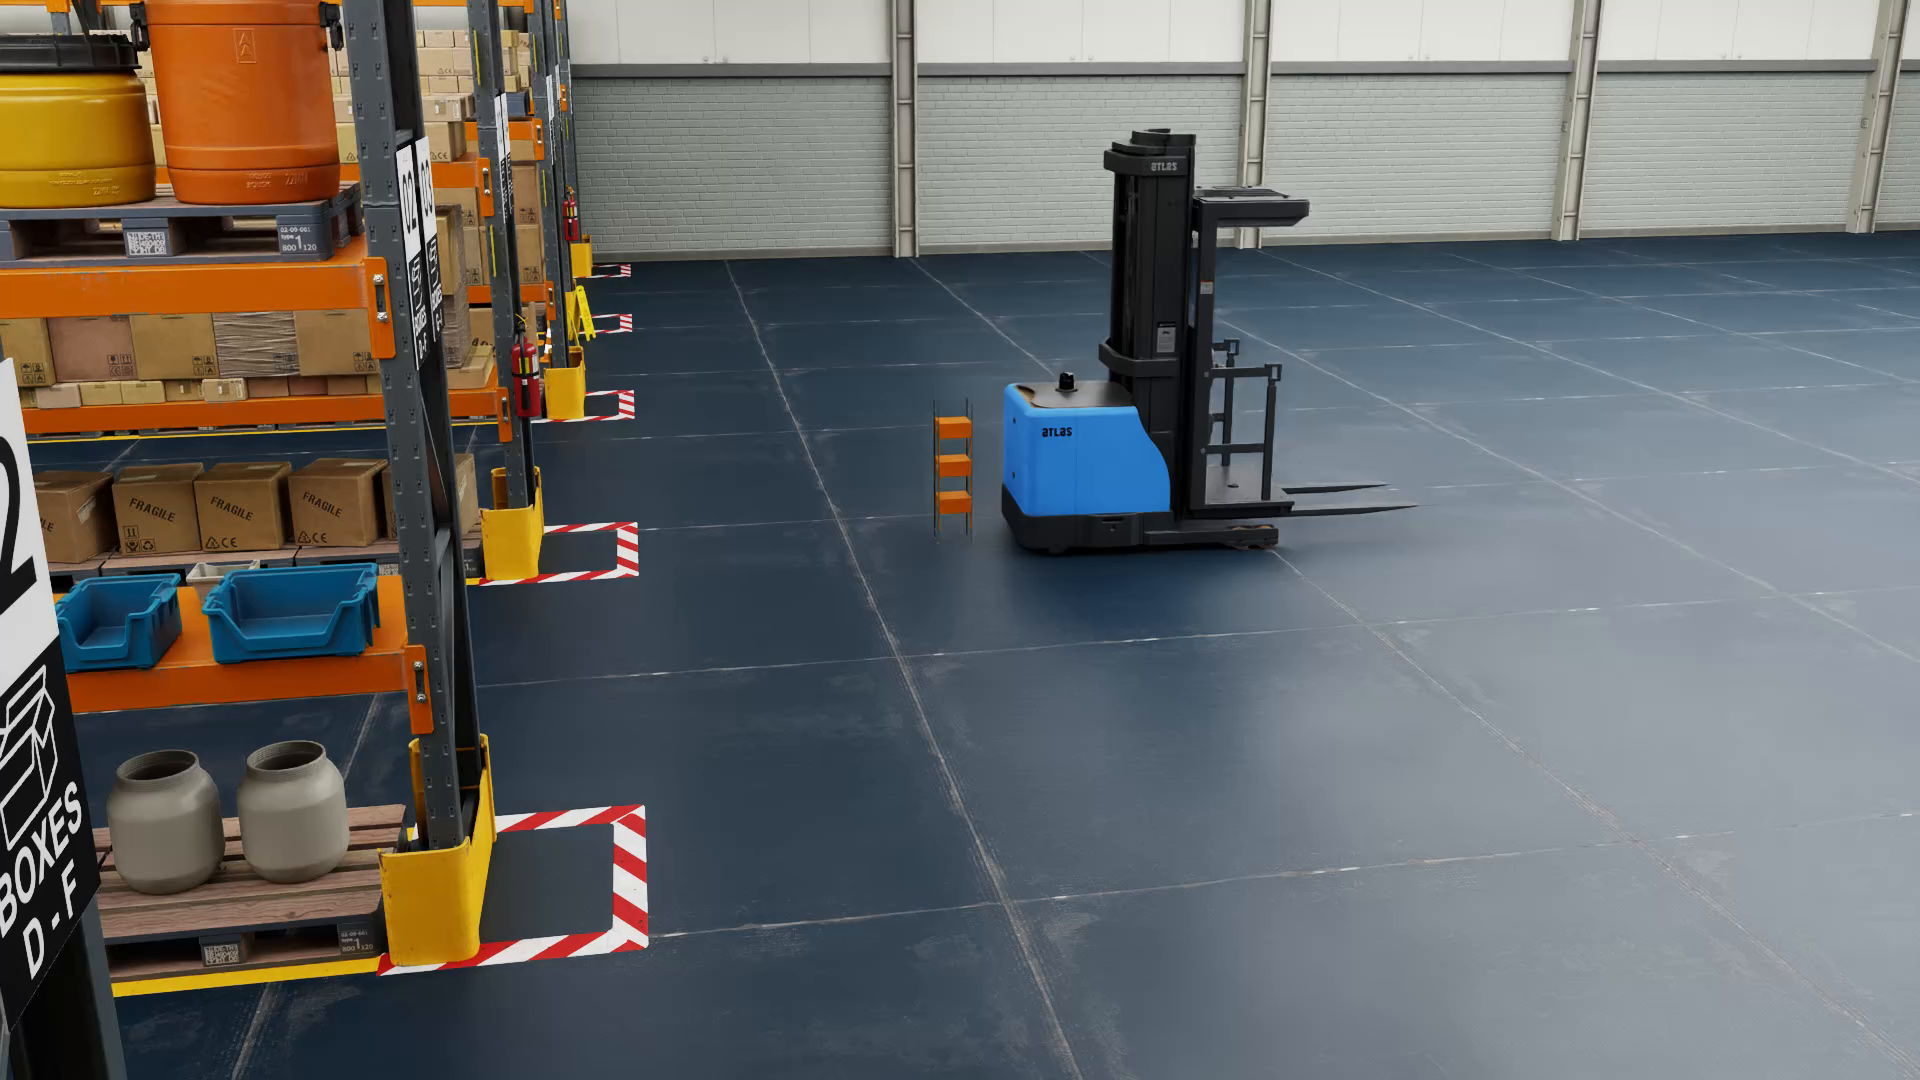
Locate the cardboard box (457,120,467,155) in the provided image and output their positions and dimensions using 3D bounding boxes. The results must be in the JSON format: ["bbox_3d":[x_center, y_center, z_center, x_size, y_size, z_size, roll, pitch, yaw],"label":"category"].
[{"bbox_3d":[-3.639,-2.742,11.278,0.500,0.250,0.500,-3,17,-9],"label":"cardboard box"}]

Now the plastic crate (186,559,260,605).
[{"bbox_3d":[-3.117,0.179,7.071,0.250,0.136,0.298,-3,17,-10],"label":"plastic crate"}]

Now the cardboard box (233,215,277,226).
[{"bbox_3d":[-4.592,-1.842,10.820,0.500,0.500,0.500,-3,17,-10],"label":"cardboard box"}]

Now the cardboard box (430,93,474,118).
[{"bbox_3d":[-3.432,-2.936,11.231,0.250,0.149,0.380,-3,17,-11],"label":"cardboard box"}]

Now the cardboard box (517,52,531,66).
[{"bbox_3d":[-5.273,-5.780,19.983,0.250,0.149,0.380,-3,17,-10],"label":"cardboard box"}]

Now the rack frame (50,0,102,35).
[{"bbox_3d":[-7.886,-5.413,14.608,0.127,3.000,1.000,-3,17,-10],"label":"rack frame"}]

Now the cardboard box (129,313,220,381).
[{"bbox_3d":[-5.123,-1.397,11.076,0.500,0.500,0.875,-3,17,-10],"label":"cardboard box"}]

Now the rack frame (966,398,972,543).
[{"bbox_3d":[0.067,-0.506,12.170,0.008,1.050,0.200,-3,17,-10],"label":"rack frame"}]

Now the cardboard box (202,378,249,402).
[{"bbox_3d":[-4.811,-1.023,10.962,0.250,0.149,0.380,-3,17,-10],"label":"cardboard box"}]

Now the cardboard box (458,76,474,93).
[{"bbox_3d":[-4.469,-4.200,15.311,0.250,0.149,0.380,-3,17,-10],"label":"cardboard box"}]

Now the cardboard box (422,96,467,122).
[{"bbox_3d":[-3.331,-2.780,10.721,0.250,0.149,0.380,-3,17,-10],"label":"cardboard box"}]

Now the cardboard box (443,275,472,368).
[{"bbox_3d":[-3.663,-1.500,11.409,0.500,0.500,0.875,-3,17,-10],"label":"cardboard box"}]

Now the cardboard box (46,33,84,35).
[{"bbox_3d":[-12.563,-6.932,23.606,0.500,0.500,0.700,-4,17,-11],"label":"cardboard box"}]

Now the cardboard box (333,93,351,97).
[{"bbox_3d":[-4.210,-2.906,11.131,0.250,0.149,0.380,-3,17,-8],"label":"cardboard box"}]

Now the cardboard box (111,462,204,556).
[{"bbox_3d":[-5.489,-0.217,11.453,0.500,0.500,0.500,-5,18,-15],"label":"cardboard box"}]

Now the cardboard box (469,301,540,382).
[{"bbox_3d":[-4.612,-1.896,16.280,0.875,0.875,0.875,-3,17,-10],"label":"cardboard box"}]

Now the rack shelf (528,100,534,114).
[{"bbox_3d":[-6.961,-5.168,20.145,4.000,0.370,1.077,-3,17,-10],"label":"rack shelf"}]

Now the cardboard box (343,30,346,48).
[{"bbox_3d":[-5.474,-4.524,15.008,0.250,0.149,0.380,-4,17,-11],"label":"cardboard box"}]

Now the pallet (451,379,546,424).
[{"bbox_3d":[-4.729,-1.368,16.406,1.213,0.211,1.003,-3,17,-10],"label":"pallet"}]

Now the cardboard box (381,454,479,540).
[{"bbox_3d":[-3.734,-0.308,11.749,0.500,0.500,0.500,0,17,0],"label":"cardboard box"}]

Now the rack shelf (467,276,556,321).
[{"bbox_3d":[-5.923,-2.313,15.957,4.000,0.370,1.077,-3,17,-10],"label":"rack shelf"}]

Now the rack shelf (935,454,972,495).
[{"bbox_3d":[-0.053,-0.489,12.151,0.240,0.259,0.215,-3,17,-10],"label":"rack shelf"}]

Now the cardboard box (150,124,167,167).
[{"bbox_3d":[-5.030,-2.510,10.522,0.500,0.250,0.500,-4,17,-11],"label":"cardboard box"}]

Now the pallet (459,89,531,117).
[{"bbox_3d":[-4.685,-4.115,15.643,1.213,0.211,1.003,-3,17,-10],"label":"pallet"}]

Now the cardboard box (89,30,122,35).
[{"bbox_3d":[-7.465,-4.411,14.639,0.250,0.149,0.380,-3,17,-10],"label":"cardboard box"}]

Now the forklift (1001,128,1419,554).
[{"bbox_3d":[1.878,-1.480,12.139,3.031,2.935,1.130,-2,17,-8],"label":"forklift"}]

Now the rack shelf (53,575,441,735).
[{"bbox_3d":[-4.141,0.551,6.635,4.000,0.370,1.077,-3,17,-10],"label":"rack shelf"}]

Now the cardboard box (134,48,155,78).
[{"bbox_3d":[-7.353,-4.245,14.777,0.500,0.250,0.500,-3,17,-10],"label":"cardboard box"}]

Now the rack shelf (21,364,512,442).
[{"bbox_3d":[-5.081,-0.877,11.284,4.000,0.370,1.077,-3,17,-10],"label":"rack shelf"}]

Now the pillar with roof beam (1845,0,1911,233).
[{"bbox_3d":[17.584,-8.804,25.651,0.400,9.000,9.100,-3,17,-10],"label":"pillar with roof beam"}]

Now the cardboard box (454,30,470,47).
[{"bbox_3d":[-4.471,-4.581,15.194,0.250,0.149,0.380,-3,17,-10],"label":"cardboard box"}]

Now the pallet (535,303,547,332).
[{"bbox_3d":[-5.876,-2.817,21.124,1.213,0.211,1.003,-3,17,-10],"label":"pallet"}]

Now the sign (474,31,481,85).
[{"bbox_3d":[-3.032,-3.028,10.446,0.005,0.325,0.100,-3,17,-10],"label":"sign"}]

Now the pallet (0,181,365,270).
[{"bbox_3d":[-3.009,-1.230,6.421,1.213,0.211,1.003,-3,17,-10],"label":"pallet"}]

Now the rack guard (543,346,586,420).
[{"bbox_3d":[-3.935,-1.574,16.586,0.348,0.500,1.175,-3,17,-10],"label":"rack guard"}]

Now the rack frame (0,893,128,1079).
[{"bbox_3d":[-1.242,1.524,2.243,0.127,3.000,1.000,-3,17,-10],"label":"rack frame"}]

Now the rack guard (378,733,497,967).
[{"bbox_3d":[-2.243,1.308,7.201,0.348,0.500,1.175,-3,17,-10],"label":"rack guard"}]

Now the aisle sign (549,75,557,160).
[{"bbox_3d":[-3.946,-4.101,16.127,0.004,0.787,0.394,-3,17,-10],"label":"aisle sign"}]

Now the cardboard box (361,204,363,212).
[{"bbox_3d":[-4.201,-2.022,11.408,0.500,0.500,0.500,-3,17,-10],"label":"cardboard box"}]

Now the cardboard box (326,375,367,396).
[{"bbox_3d":[-4.088,-1.085,11.163,0.250,0.149,0.380,-3,17,-10],"label":"cardboard box"}]

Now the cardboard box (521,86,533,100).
[{"bbox_3d":[-5.295,-5.403,20.111,0.250,0.149,0.380,-3,17,-10],"label":"cardboard box"}]

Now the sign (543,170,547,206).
[{"bbox_3d":[-3.870,-3.277,15.498,0.005,0.325,0.100,-3,17,-10],"label":"sign"}]

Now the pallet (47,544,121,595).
[{"bbox_3d":[-6.392,0.176,11.380,1.213,0.211,1.003,-3,17,-10],"label":"pallet"}]

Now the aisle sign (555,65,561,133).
[{"bbox_3d":[-4.881,-5.352,20.200,0.004,0.787,0.394,-3,17,-10],"label":"aisle sign"}]

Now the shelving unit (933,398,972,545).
[{"bbox_3d":[-0.053,-0.499,12.148,0.252,1.050,0.215,-3,17,-10],"label":"shelving unit"}]

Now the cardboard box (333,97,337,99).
[{"bbox_3d":[-4.098,-2.731,10.563,0.250,0.149,0.380,-3,17,-10],"label":"cardboard box"}]

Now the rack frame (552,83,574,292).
[{"bbox_3d":[-4.997,-4.189,20.842,0.127,3.000,1.000,-3,17,-10],"label":"rack frame"}]

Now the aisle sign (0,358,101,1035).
[{"bbox_3d":[-1.235,0.189,2.160,0.004,0.787,0.394,-3,17,-10],"label":"aisle sign"}]

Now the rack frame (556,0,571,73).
[{"bbox_3d":[-5.943,-8.488,24.619,0.127,3.000,1.000,-3,17,-10],"label":"rack frame"}]

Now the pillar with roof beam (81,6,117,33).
[{"bbox_3d":[-11.872,-7.134,20.210,0.400,9.000,9.100,-3,17,-10],"label":"pillar with roof beam"}]

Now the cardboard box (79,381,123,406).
[{"bbox_3d":[-5.554,-0.991,10.859,0.250,0.149,0.380,-3,17,-10],"label":"cardboard box"}]

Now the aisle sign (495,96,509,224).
[{"bbox_3d":[-3.000,-2.492,10.889,0.004,0.787,0.394,-3,17,-10],"label":"aisle sign"}]

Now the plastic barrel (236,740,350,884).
[{"bbox_3d":[-2.809,1.143,7.005,0.421,0.512,0.421,0,17,0],"label":"plastic barrel"}]

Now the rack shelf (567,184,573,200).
[{"bbox_3d":[-7.906,-5.165,25.243,4.000,0.370,1.077,-3,17,-10],"label":"rack shelf"}]

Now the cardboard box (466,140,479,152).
[{"bbox_3d":[-5.956,-4.740,20.255,0.500,0.500,0.700,-3,17,-10],"label":"cardboard box"}]

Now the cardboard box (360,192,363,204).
[{"bbox_3d":[-5.429,-3.297,15.843,0.550,0.550,0.875,-3,17,-10],"label":"cardboard box"}]

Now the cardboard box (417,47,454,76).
[{"bbox_3d":[-4.878,-4.385,15.235,0.500,0.250,0.500,-3,17,-10],"label":"cardboard box"}]

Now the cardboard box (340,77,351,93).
[{"bbox_3d":[-5.469,-4.143,15.126,0.250,0.149,0.380,-3,17,-10],"label":"cardboard box"}]

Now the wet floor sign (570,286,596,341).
[{"bbox_3d":[-4.608,-2.766,20.218,0.232,0.644,0.267,3,17,9],"label":"wet floor sign"}]

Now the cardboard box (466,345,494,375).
[{"bbox_3d":[-3.442,-1.265,11.750,0.250,0.149,0.380,-3,17,-10],"label":"cardboard box"}]
